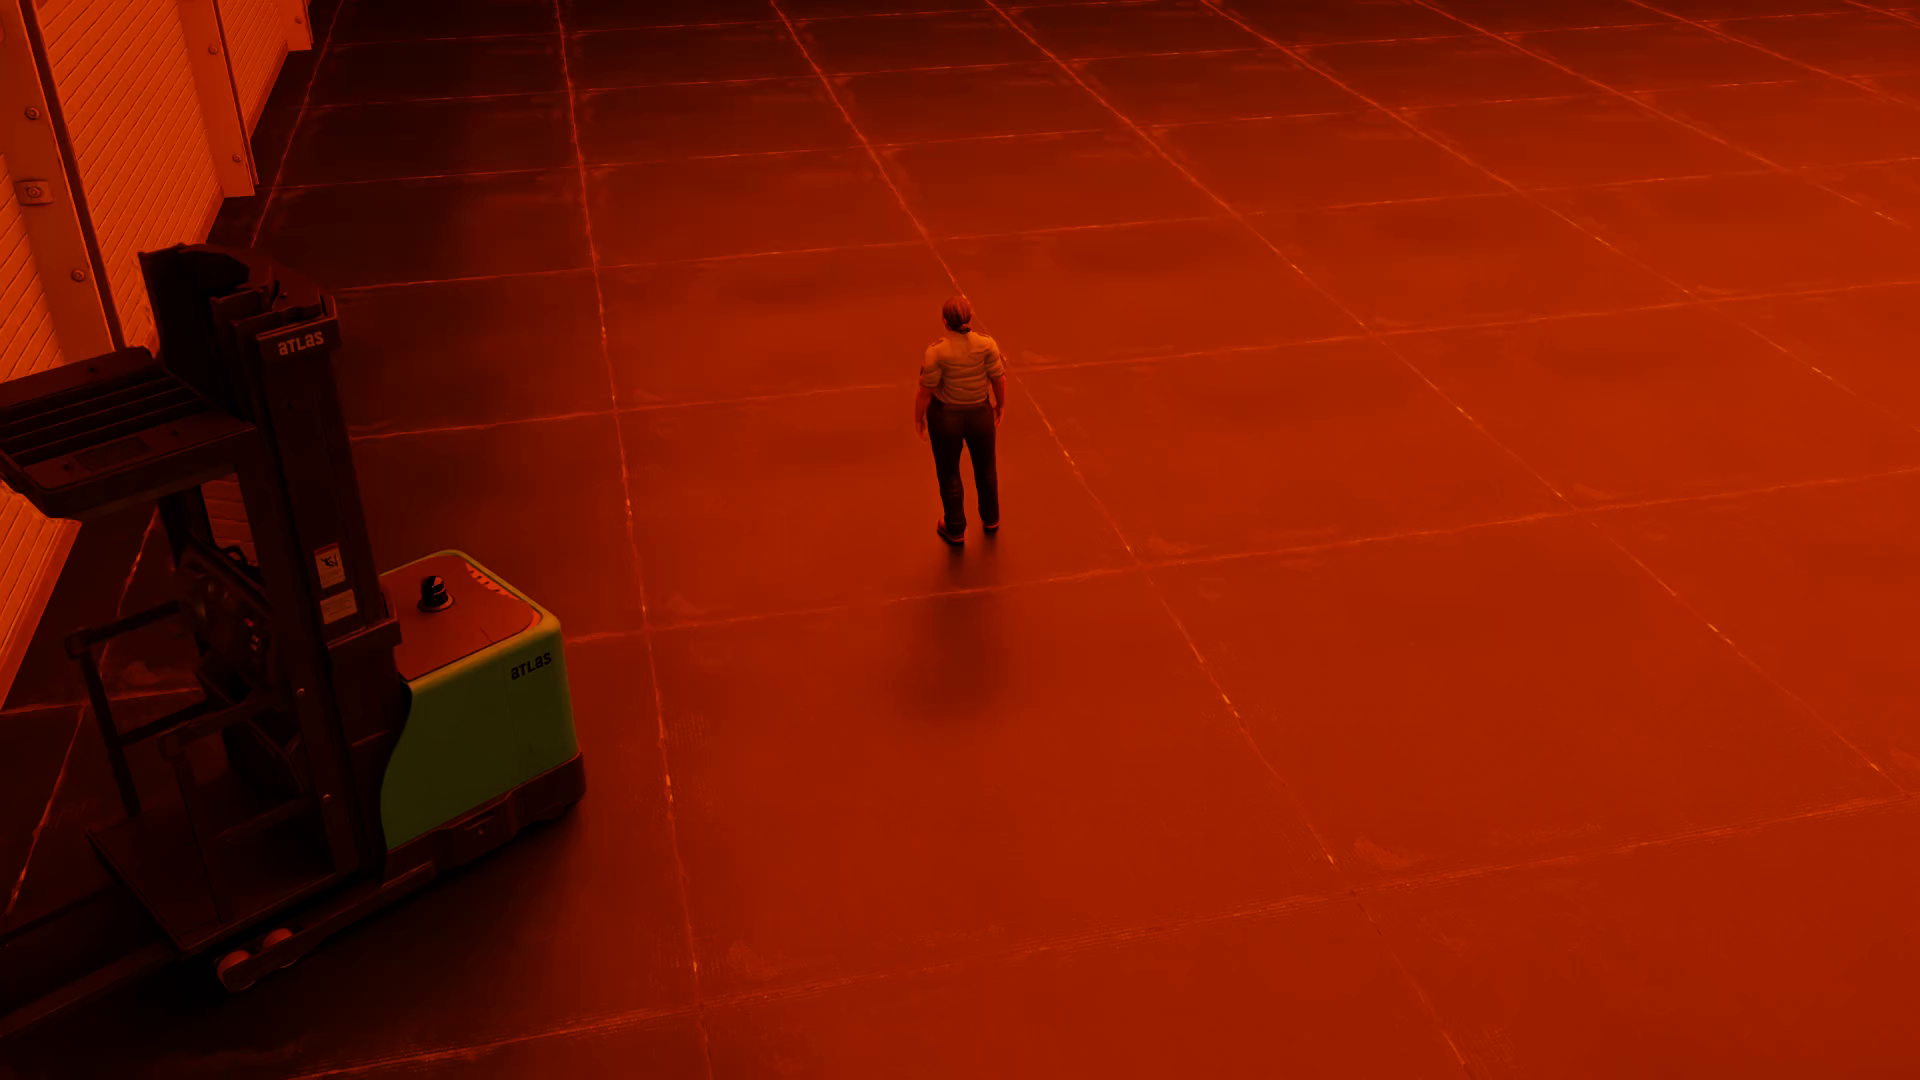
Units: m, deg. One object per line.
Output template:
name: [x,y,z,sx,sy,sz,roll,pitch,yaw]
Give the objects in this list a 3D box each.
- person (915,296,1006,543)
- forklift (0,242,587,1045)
person: [0.001,-0.765,10.163,0.599,1.650,0.503,-7,31,-12]
forklift: [-3.249,0.376,6.926,3.031,2.935,1.130,-26,39,-37]
